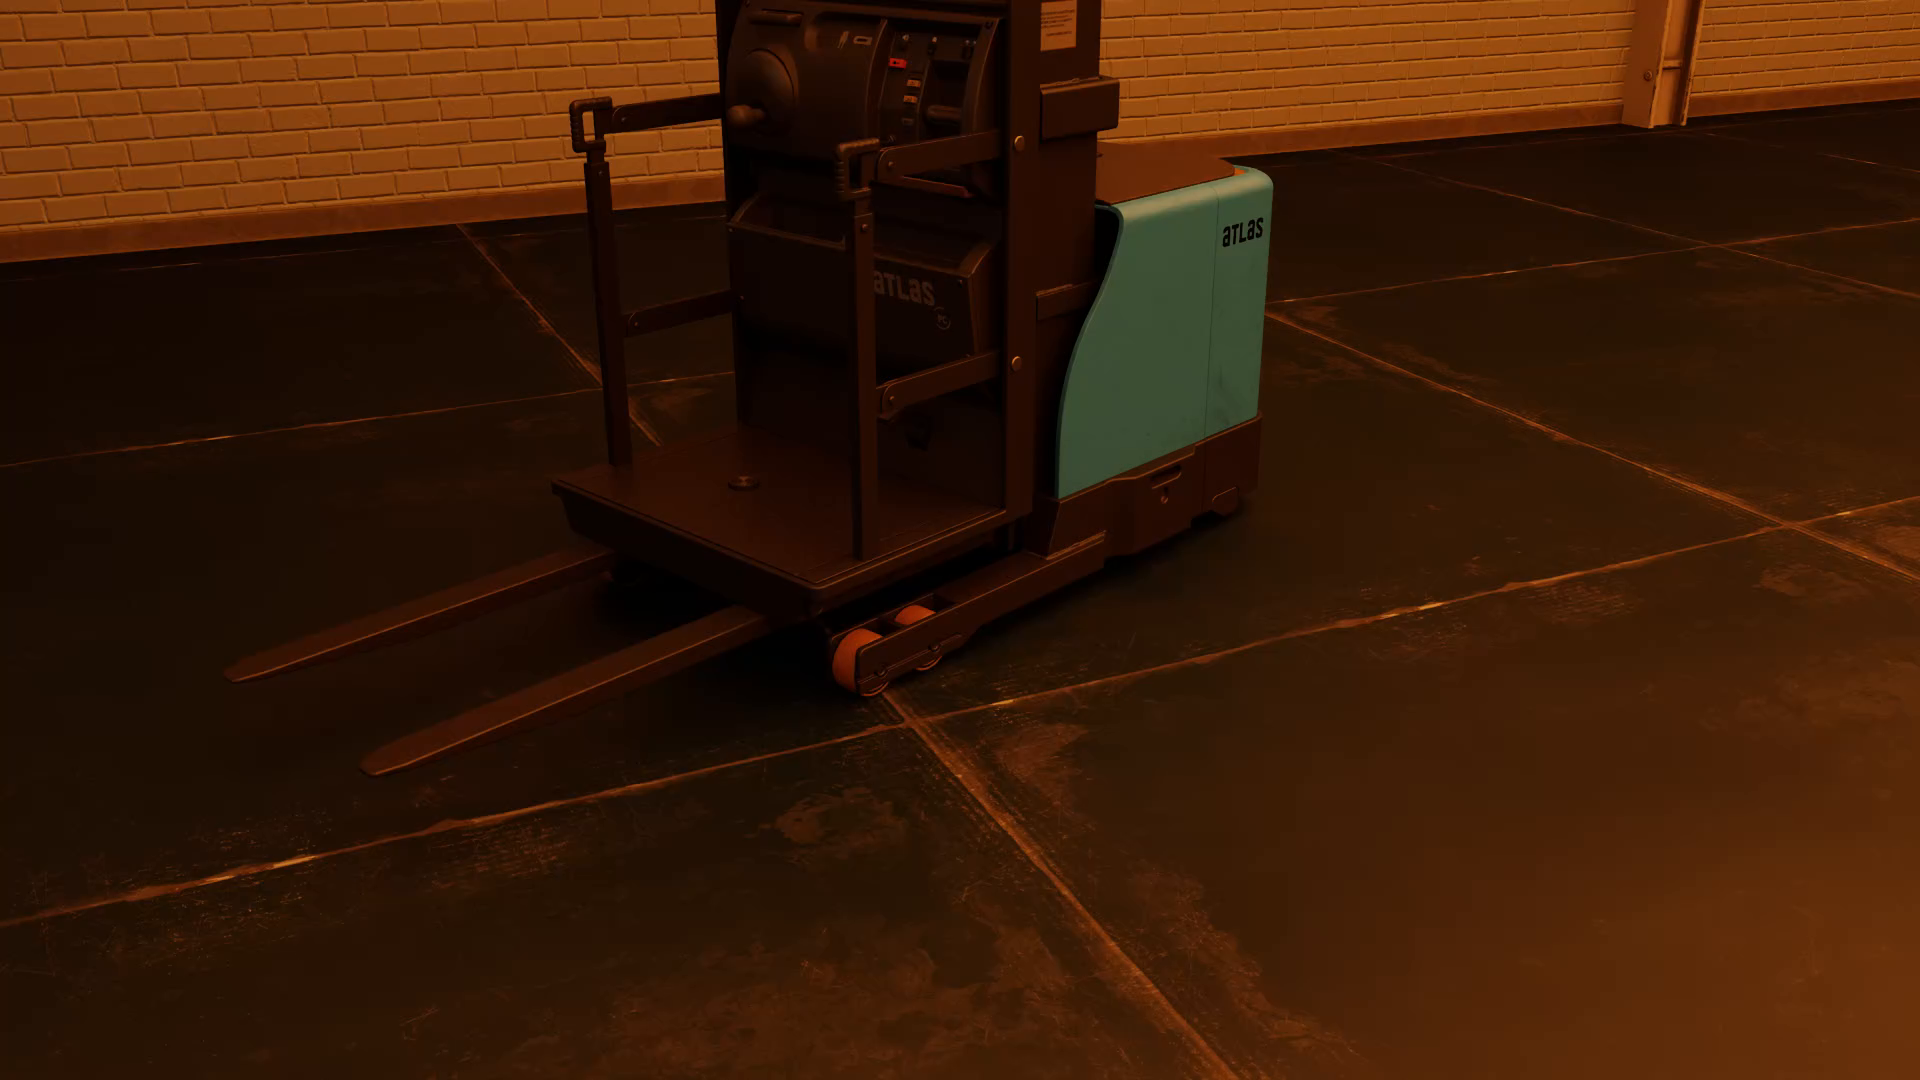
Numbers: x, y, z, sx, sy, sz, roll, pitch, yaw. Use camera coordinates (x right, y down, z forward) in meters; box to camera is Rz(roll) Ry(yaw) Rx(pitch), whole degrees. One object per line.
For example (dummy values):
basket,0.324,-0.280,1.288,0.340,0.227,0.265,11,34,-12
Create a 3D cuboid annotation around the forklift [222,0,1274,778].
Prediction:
forklift,-0.413,-1.182,4.131,1.130,2.935,3.031,19,29,39
